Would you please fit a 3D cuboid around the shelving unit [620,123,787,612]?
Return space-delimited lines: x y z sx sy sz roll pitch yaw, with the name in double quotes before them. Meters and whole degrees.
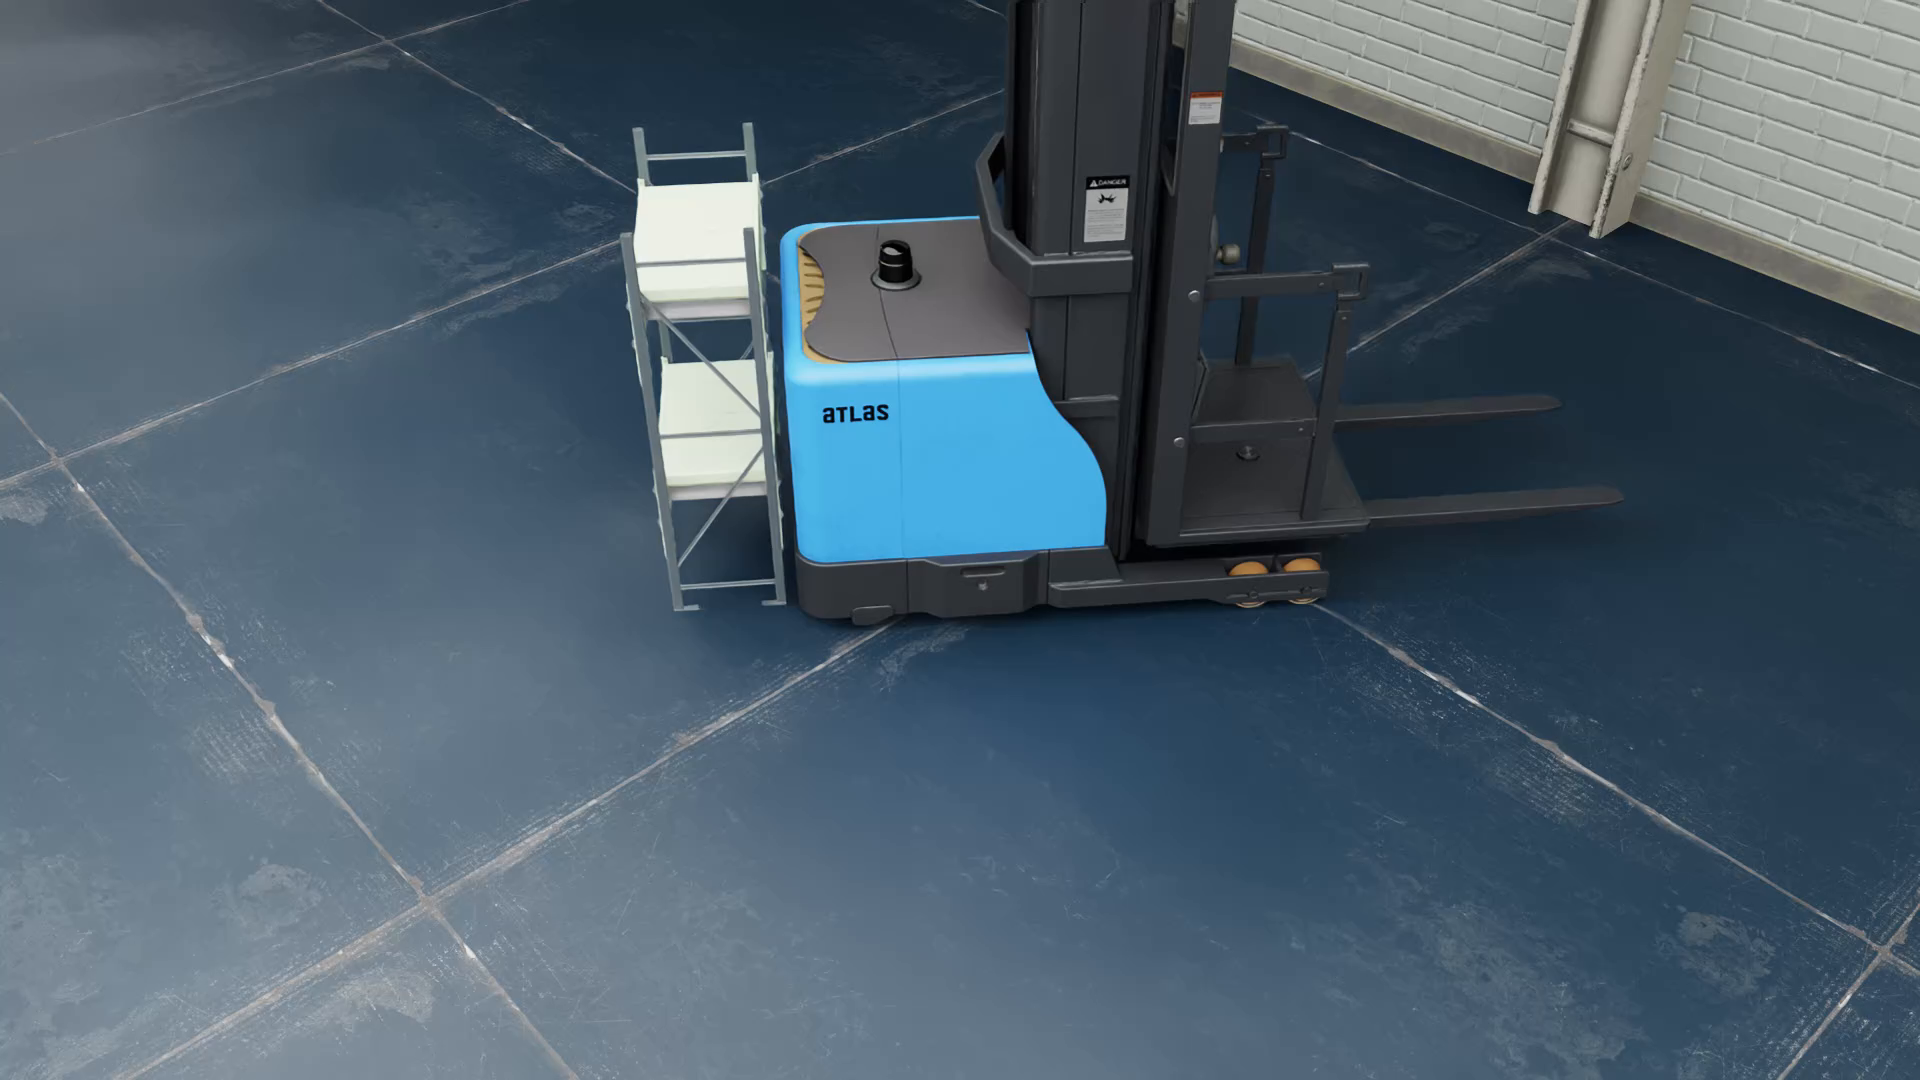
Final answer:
"shelving unit" -0.859 -0.574 5.767 0.431 1.500 0.755 -4 39 -5

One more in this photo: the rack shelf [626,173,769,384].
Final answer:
"rack shelf" -0.859 -0.878 5.522 0.431 0.370 0.720 -4 39 -5

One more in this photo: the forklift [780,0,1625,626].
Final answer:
"forklift" 0.896 -1.227 5.437 3.031 2.935 1.130 -4 39 -5

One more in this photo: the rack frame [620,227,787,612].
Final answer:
"rack frame" -0.822 -0.345 5.484 0.400 1.500 0.023 -4 39 -5

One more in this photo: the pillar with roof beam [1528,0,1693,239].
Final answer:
"pillar with roof beam" -0.100 -3.285 3.156 9.100 9.000 0.400 -30 48 -32

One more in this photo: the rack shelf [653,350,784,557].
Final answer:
"rack shelf" -0.859 -0.321 5.972 0.431 0.370 0.720 -4 39 -5

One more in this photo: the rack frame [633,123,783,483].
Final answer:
"rack frame" -0.896 -0.803 6.051 0.400 1.500 0.023 -4 39 -5
